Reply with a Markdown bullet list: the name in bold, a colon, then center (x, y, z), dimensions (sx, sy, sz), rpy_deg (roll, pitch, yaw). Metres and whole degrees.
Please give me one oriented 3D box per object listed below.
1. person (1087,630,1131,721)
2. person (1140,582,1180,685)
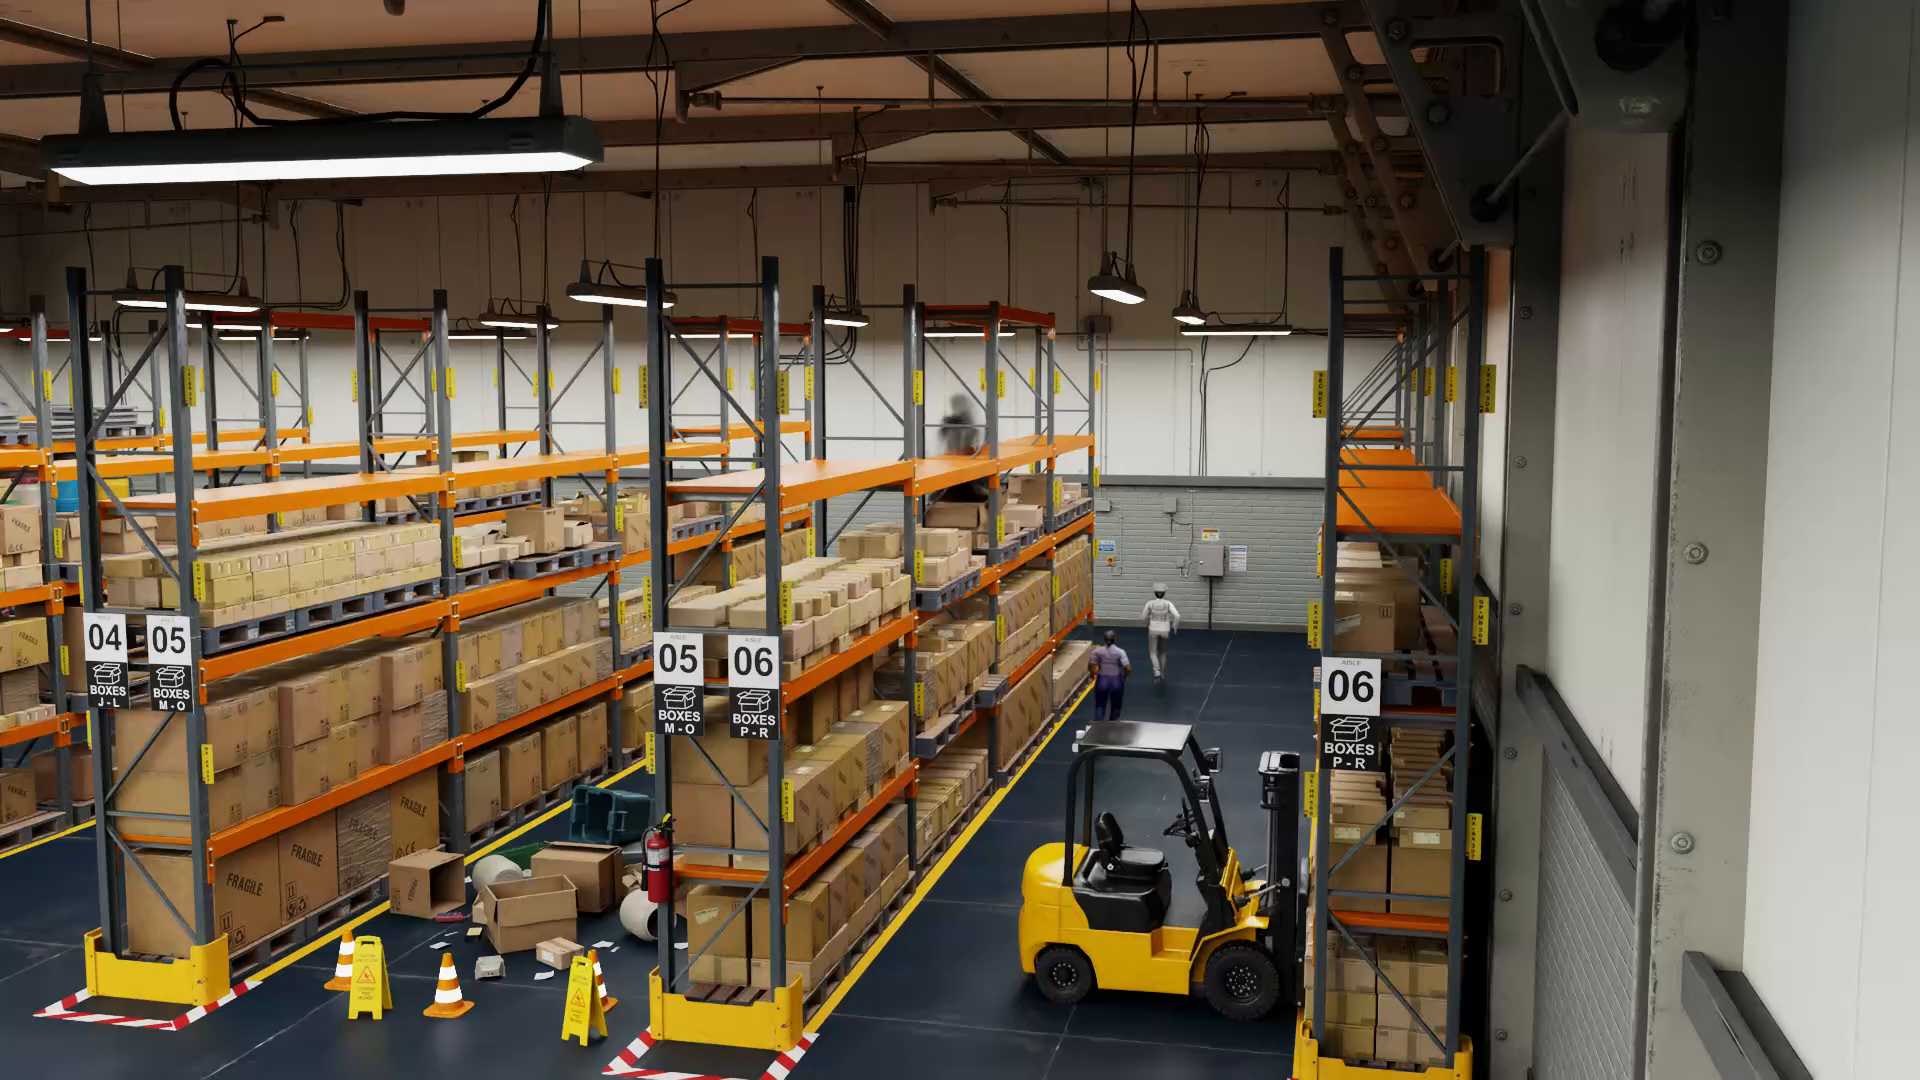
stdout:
- **person**: center (2.078, 2.045, 23.121), dimensions (0.606, 1.575, 0.560), rpy_deg (1, 6, 11)
- **person**: center (3.279, 1.538, 27.326), dimensions (0.625, 1.680, 0.936), rpy_deg (0, 6, 2)
